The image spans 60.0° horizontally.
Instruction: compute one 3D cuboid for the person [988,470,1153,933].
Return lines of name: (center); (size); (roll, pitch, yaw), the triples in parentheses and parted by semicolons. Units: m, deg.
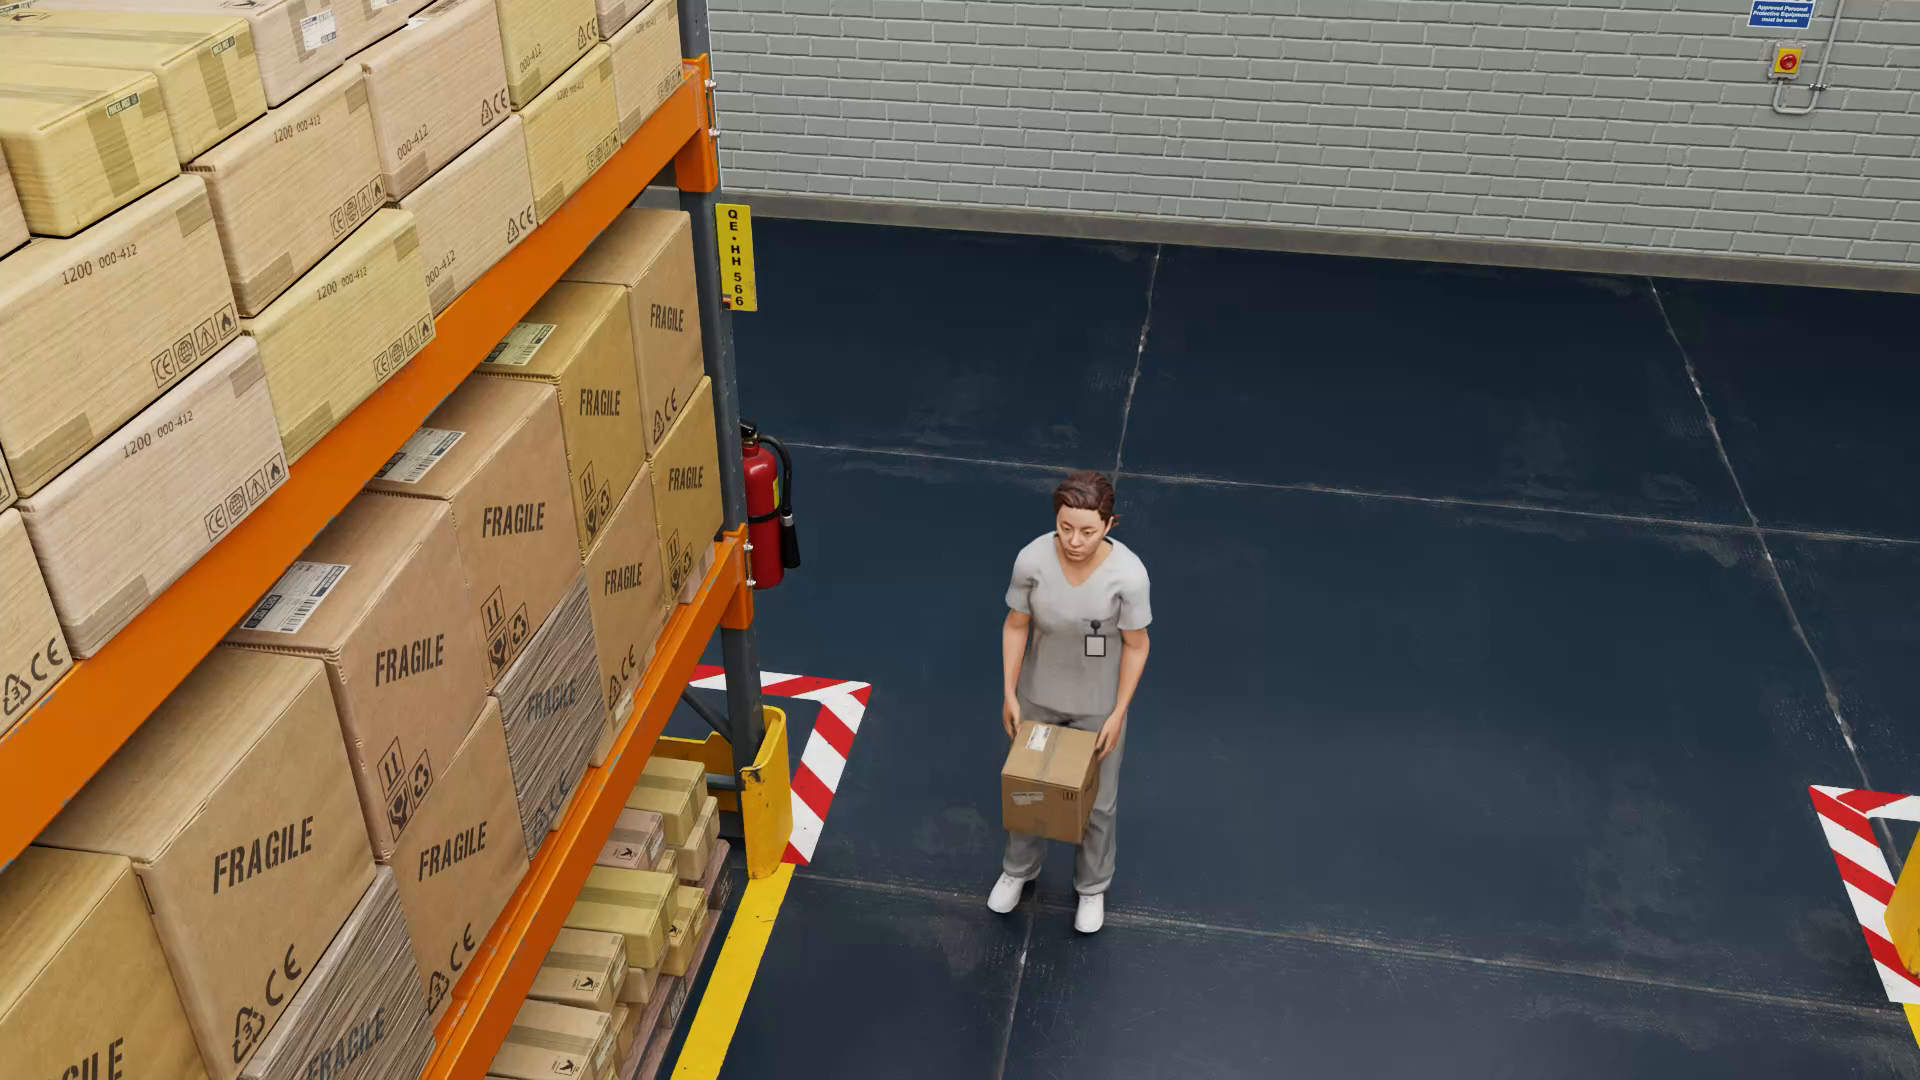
person: (0.356, 0.521, 5.318); (0.467, 1.676, 0.378); (9, 34, 14)
